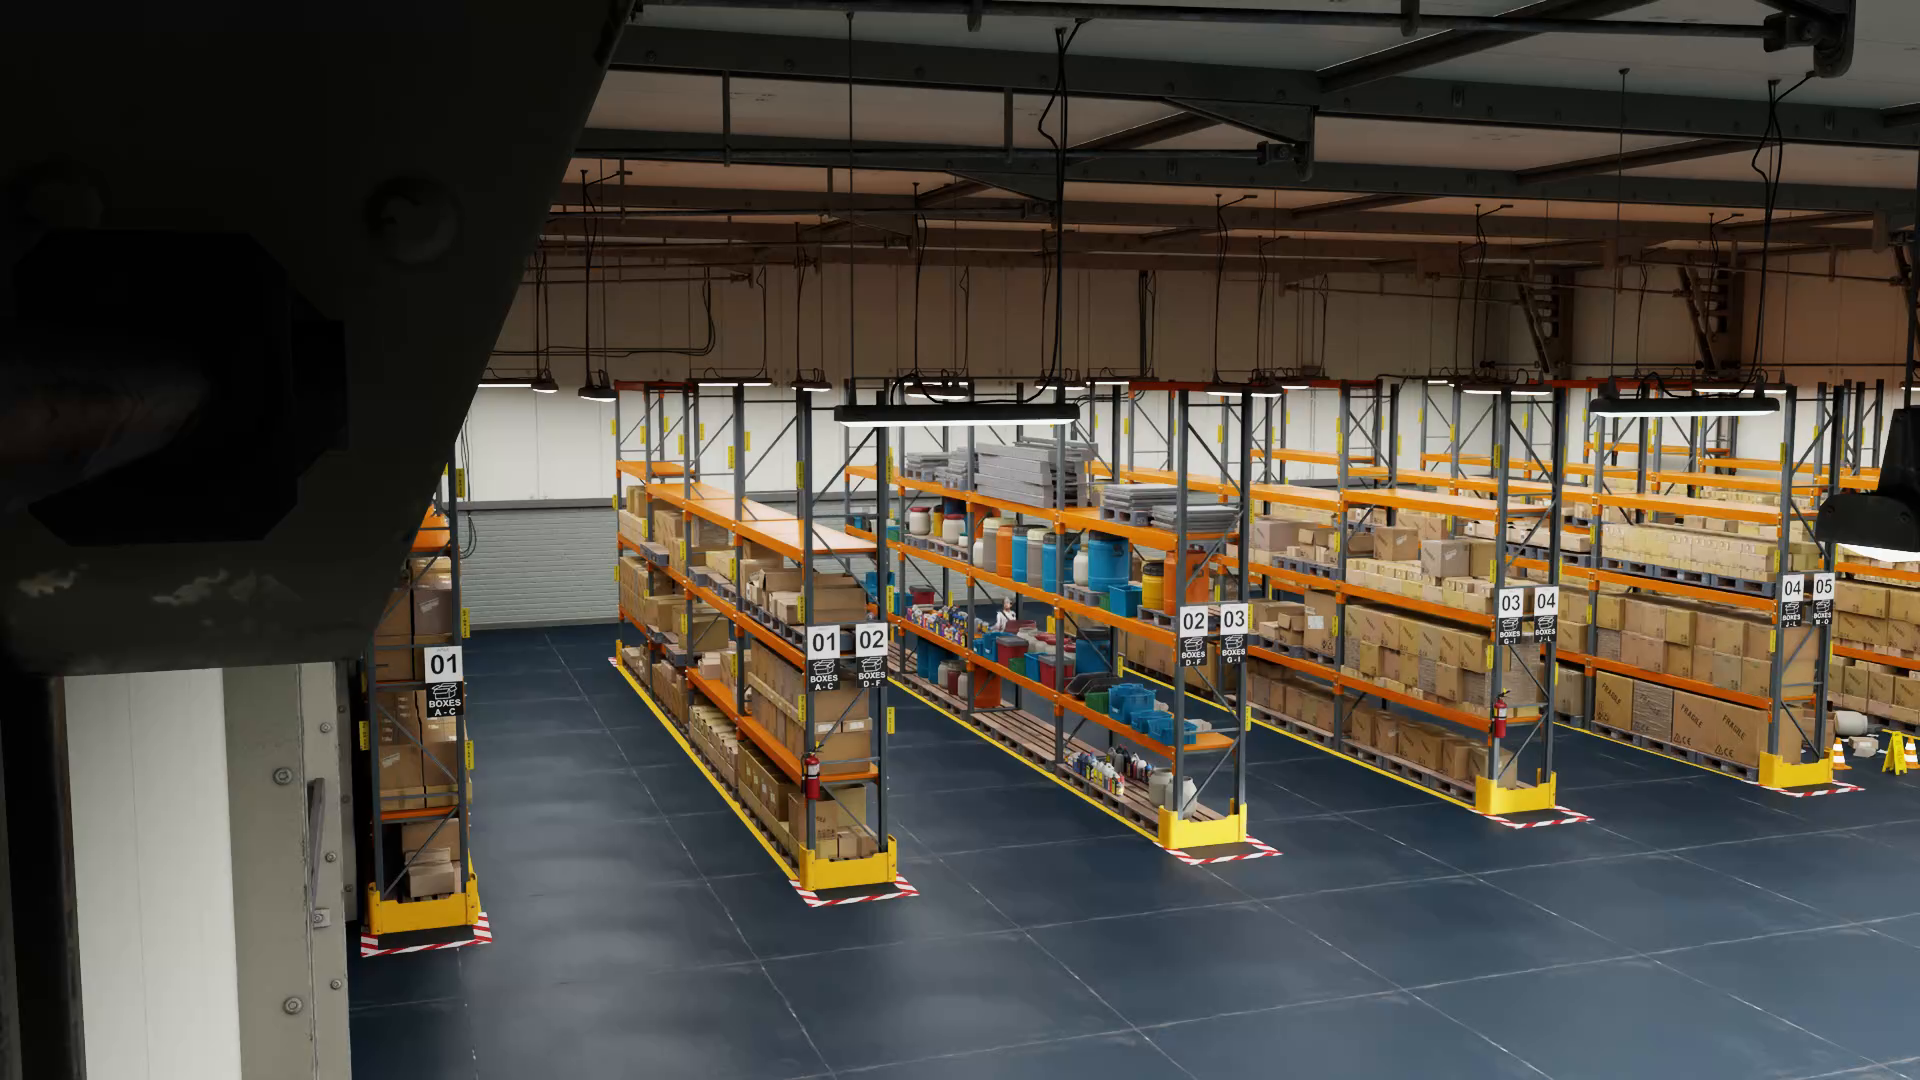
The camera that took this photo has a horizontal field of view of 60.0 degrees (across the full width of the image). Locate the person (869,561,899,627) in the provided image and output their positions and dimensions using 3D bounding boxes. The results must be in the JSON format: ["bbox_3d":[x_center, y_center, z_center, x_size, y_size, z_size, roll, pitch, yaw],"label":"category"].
[{"bbox_3d":[-1.788,1.277,40.095,0.772,1.635,0.495,1,6,9],"label":"person"}]

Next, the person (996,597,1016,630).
[{"bbox_3d":[0.932,1.967,33.437,0.536,1.645,0.721,-4,7,-31],"label":"person"}]
